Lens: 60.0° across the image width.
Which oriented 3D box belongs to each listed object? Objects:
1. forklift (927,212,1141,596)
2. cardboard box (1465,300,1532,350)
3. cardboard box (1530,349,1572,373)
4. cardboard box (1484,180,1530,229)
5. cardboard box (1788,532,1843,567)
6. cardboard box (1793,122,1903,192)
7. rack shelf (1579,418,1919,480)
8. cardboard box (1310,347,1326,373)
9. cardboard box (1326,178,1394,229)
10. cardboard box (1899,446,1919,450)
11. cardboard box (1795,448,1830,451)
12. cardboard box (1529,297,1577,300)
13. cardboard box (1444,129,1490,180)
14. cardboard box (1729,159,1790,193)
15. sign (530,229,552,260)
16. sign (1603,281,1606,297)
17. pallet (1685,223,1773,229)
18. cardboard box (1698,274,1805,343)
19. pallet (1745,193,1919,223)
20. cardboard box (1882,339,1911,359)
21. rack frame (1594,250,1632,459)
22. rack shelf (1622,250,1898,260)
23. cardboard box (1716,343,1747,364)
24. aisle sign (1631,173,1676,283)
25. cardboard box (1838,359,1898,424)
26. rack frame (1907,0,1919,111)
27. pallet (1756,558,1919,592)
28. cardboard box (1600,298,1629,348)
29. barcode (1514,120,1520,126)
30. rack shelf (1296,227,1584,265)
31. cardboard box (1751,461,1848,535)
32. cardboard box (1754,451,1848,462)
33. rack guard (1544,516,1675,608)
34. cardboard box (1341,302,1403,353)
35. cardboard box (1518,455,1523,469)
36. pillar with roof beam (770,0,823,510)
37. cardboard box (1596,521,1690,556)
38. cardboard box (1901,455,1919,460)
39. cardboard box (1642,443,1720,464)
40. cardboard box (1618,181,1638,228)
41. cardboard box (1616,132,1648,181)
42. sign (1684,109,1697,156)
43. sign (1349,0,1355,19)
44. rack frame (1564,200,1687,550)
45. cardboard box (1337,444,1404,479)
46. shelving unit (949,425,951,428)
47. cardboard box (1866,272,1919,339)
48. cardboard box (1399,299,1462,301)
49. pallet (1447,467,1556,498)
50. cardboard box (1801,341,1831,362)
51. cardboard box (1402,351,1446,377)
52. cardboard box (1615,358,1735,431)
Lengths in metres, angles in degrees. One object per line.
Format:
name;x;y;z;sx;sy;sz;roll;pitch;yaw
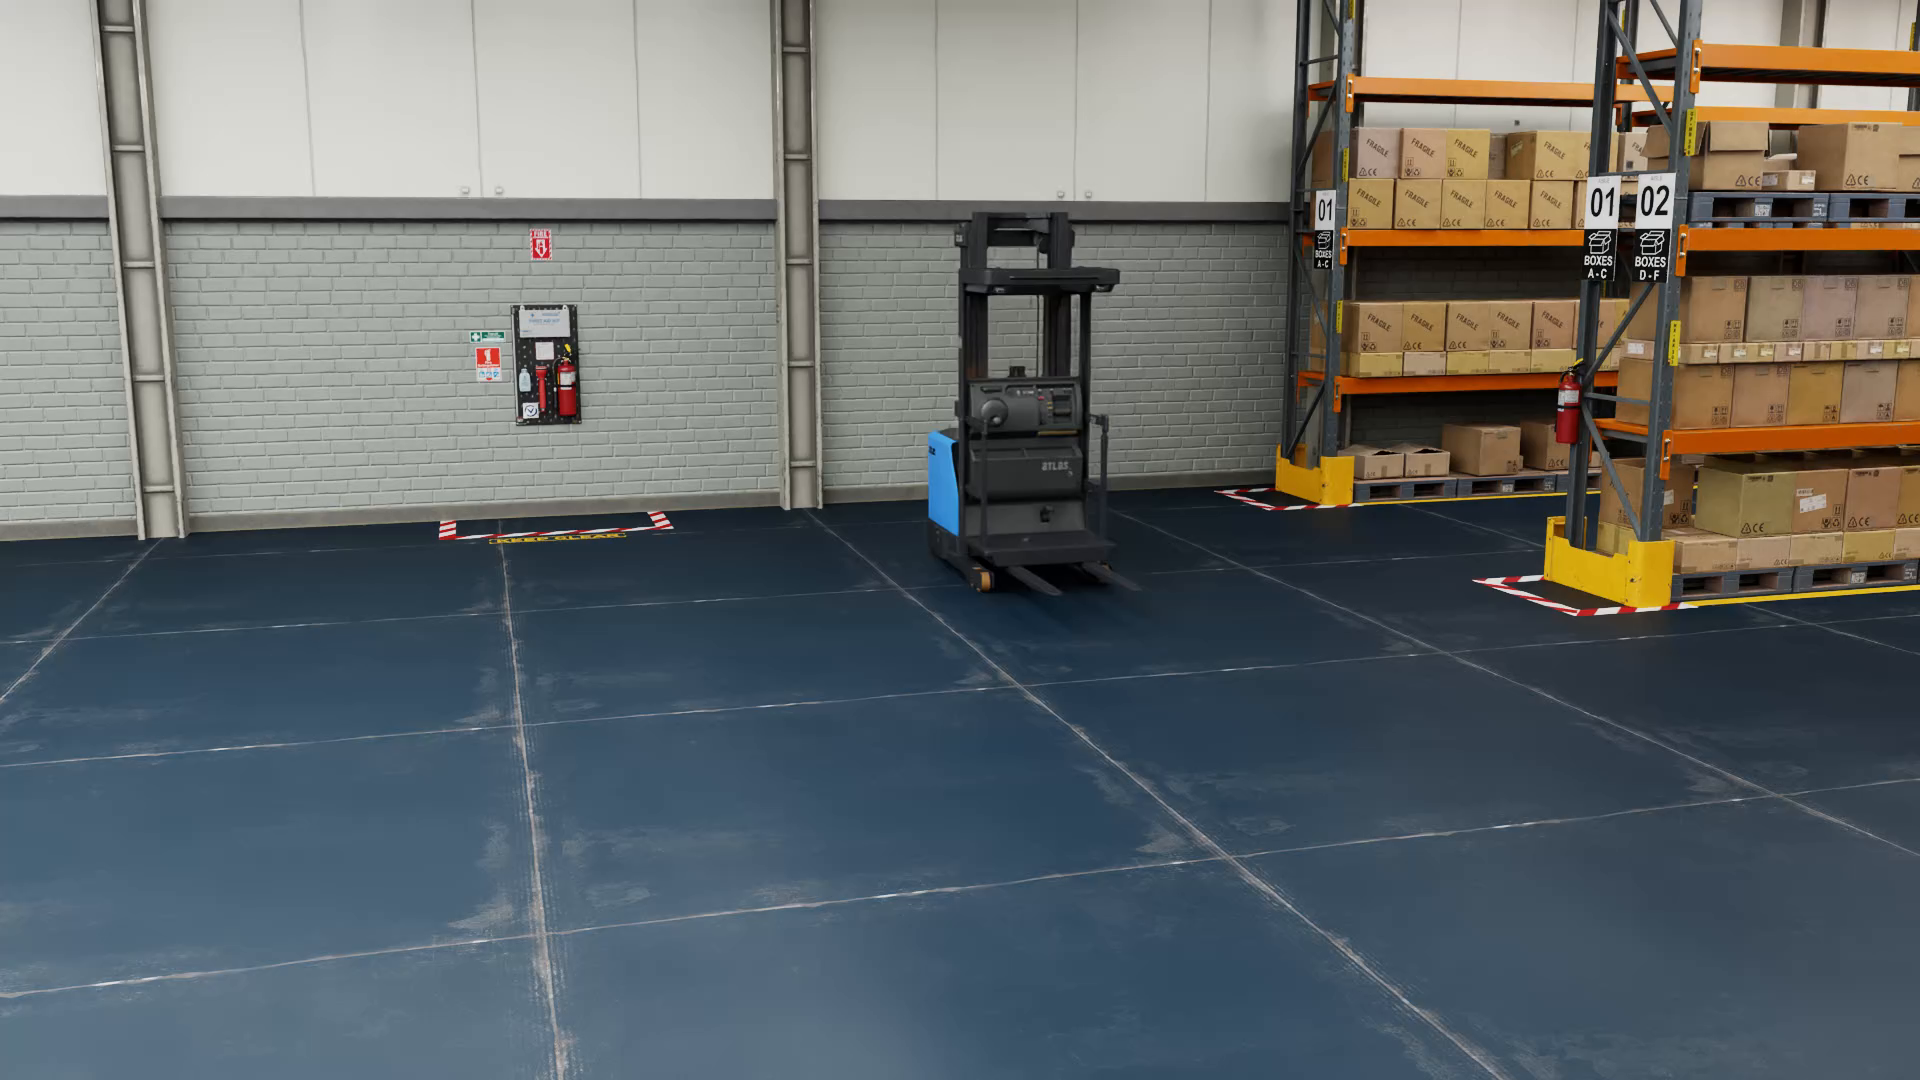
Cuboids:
forklift;0.590;-1.110;13.185;1.130;2.935;3.031;-3;11;-15
cardboard box;5.708;-2.288;17.684;0.500;0.500;0.500;-3;11;-14
cardboard box;6.209;-1.945;17.890;0.500;0.250;0.500;-3;11;-16
cardboard box;5.620;-3.522;17.478;0.500;0.500;0.500;-2;11;-12
cardboard box;6.622;0.032;13.226;0.500;0.250;0.500;-3;11;-16
cardboard box;6.757;-2.910;12.667;0.500;0.500;0.500;-3;11;-16
rack shelf;7.006;-0.822;13.415;4.000;0.370;1.077;-3;11;-16
cardboard box;4.093;-1.929;17.800;0.500;0.250;0.500;-3;11;-15
cardboard box;4.089;-3.443;17.050;0.500;0.500;0.500;-3;11;-14
cardboard box;8.394;-0.531;14.211;0.500;0.500;0.500;-3;11;-16
cardboard box;9.706;-1.246;19.420;0.500;0.500;0.700;-3;11;-16
cardboard box;6.531;-2.429;18.450;0.500;0.500;0.500;-3;11;-16
cardboard box;5.120;-3.983;17.222;0.500;0.500;0.500;-3;11;-14
cardboard box;6.118;-2.855;13.057;0.500;0.250;0.500;-3;11;-16
sign;-4.052;-2.856;16.076;0.199;0.298;0.001;-3;11;-16
sign;7.380;-2.803;18.995;0.005;0.325;0.100;-3;11;-16
pallet;8.161;-3.533;18.391;1.003;0.211;1.213;-3;11;-16
cardboard box;6.092;-1.813;12.954;0.500;0.500;0.700;-3;11;-17
pallet;6.946;-2.600;13.046;1.213;0.211;1.003;-3;11;-16
cardboard box;7.252;-1.516;13.132;0.250;0.149;0.380;-3;11;-14
rack frame;7.539;-2.138;18.576;0.127;3.000;1.000;-3;11;-16
rack shelf;9.459;-3.360;18.920;4.000;0.370;1.077;-3;11;-16
cardboard box;5.776;-1.439;12.712;0.250;0.149;0.380;-3;11;-17
aisle sign;5.109;-2.296;12.258;0.004;0.787;0.394;-3;11;-16
cardboard box;7.024;-1.224;13.336;0.500;0.500;0.700;-3;11;-14
rack frame;11.379;-5.290;19.133;0.127;3.000;1.000;-3;11;-16
pallet;6.978;0.190;13.634;1.213;0.211;1.003;-3;11;-16
cardboard box;7.171;-2.365;18.098;0.500;0.500;0.500;-3;11;-16
barcode;6.084;-4.552;18.157;0.075;0.075;0.001;-3;11;-16
rack shelf;5.618;-3.158;17.820;4.000;0.370;1.077;-3;11;-16
cardboard box;6.619;-0.339;13.169;0.500;0.500;0.500;-3;11;-16
cardboard box;6.954;-0.454;13.797;0.500;0.500;0.500;-3;11;-16
rack guard;5.063;0.156;13.020;0.348;0.500;1.175;-3;11;-16
cardboard box;4.240;-2.212;17.268;0.500;0.500;0.500;-3;11;-16
cardboard box;5.997;-0.874;18.374;0.250;0.149;0.380;-4;11;-21
pillar with roof beam;-0.429;-4.019;12.229;0.400;9.000;9.100;-3;11;-16
cardboard box;5.518;-0.007;13.438;0.500;0.250;0.500;-3;11;-16
cardboard box;8.059;-0.415;13.583;0.500;0.500;0.500;-3;11;-16
cardboard box;8.241;-1.165;18.981;0.500;0.500;0.700;-3;11;-14
cardboard box;7.120;-3.603;17.921;0.500;0.500;0.500;-3;11;-14
cardboard box;7.133;-4.091;17.810;0.500;0.500;0.500;-4;11;-21
sign;5.236;-2.921;11.917;0.005;0.325;0.100;-3;11;-16
sign;3.850;-5.290;16.330;0.005;0.325;0.100;-3;11;-16
rack frame;5.086;-1.074;12.800;0.127;3.000;1.000;-3;11;-16
cardboard box;4.387;-0.849;17.786;0.500;0.311;0.500;-4;11;-22
shelving unit;0.051;-0.519;15.170;0.252;1.050;0.215;-3;11;-16
cardboard box;7.537;-1.889;13.368;0.500;0.500;0.700;-3;11;-16
cardboard box;5.072;-2.352;18.026;0.500;0.500;0.500;-3;11;-18
pallet;5.730;-0.664;18.272;1.213;0.211;1.003;-3;11;-16
cardboard box;6.514;-1.477;12.922;0.250;0.149;0.380;-3;11;-18
cardboard box;4.750;-1.869;17.479;0.500;0.250;0.500;-3;11;-18
cardboard box;5.538;-1.145;12.907;0.500;0.500;0.700;-3;11;-16
